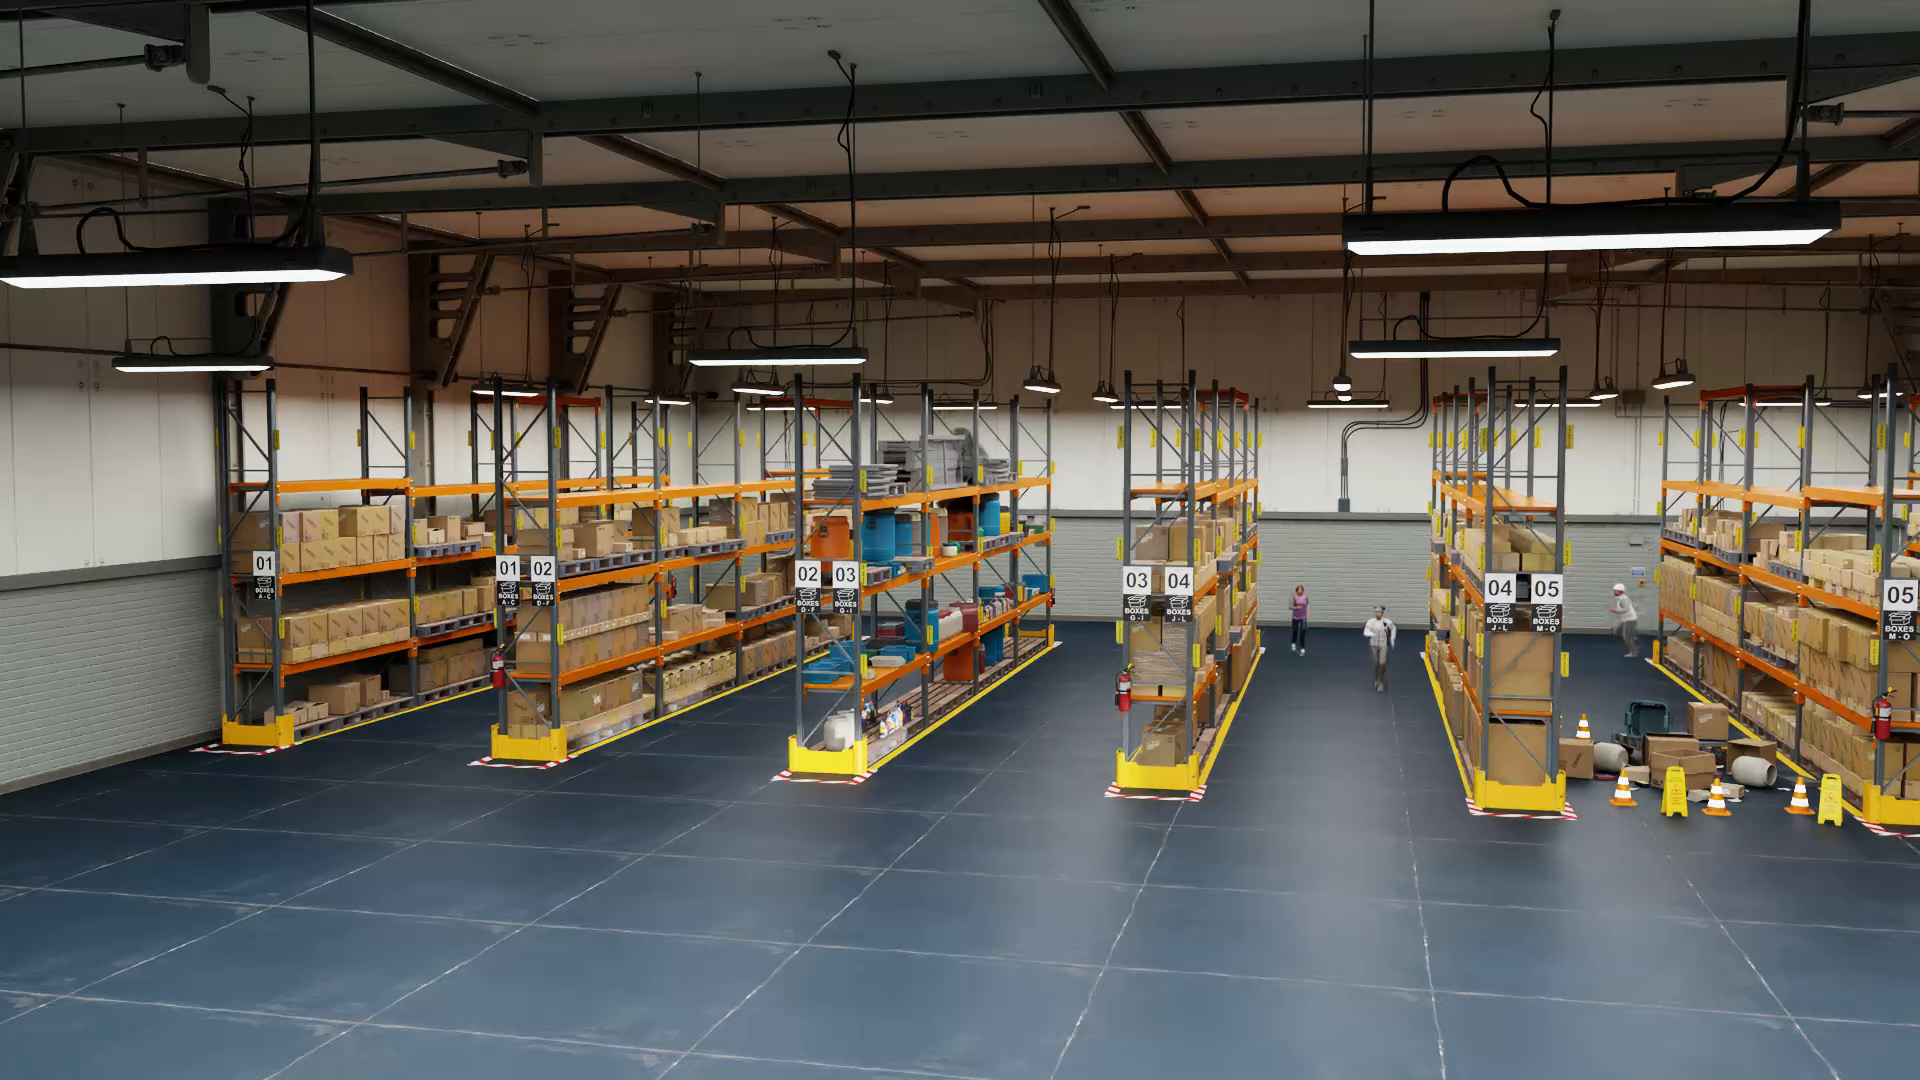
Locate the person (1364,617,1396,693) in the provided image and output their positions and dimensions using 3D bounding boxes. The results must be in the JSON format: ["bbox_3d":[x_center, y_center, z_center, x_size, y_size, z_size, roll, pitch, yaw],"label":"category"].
[{"bbox_3d":[8.395,2.281,33.297,0.595,1.504,0.830,1,4,21],"label":"person"}]

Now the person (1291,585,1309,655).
[{"bbox_3d":[7.927,1.846,38.866,0.505,1.609,0.861,0,3,0],"label":"person"}]

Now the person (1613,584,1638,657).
[{"bbox_3d":[15.360,1.855,38.396,0.625,1.699,0.446,0,3,6],"label":"person"}]
